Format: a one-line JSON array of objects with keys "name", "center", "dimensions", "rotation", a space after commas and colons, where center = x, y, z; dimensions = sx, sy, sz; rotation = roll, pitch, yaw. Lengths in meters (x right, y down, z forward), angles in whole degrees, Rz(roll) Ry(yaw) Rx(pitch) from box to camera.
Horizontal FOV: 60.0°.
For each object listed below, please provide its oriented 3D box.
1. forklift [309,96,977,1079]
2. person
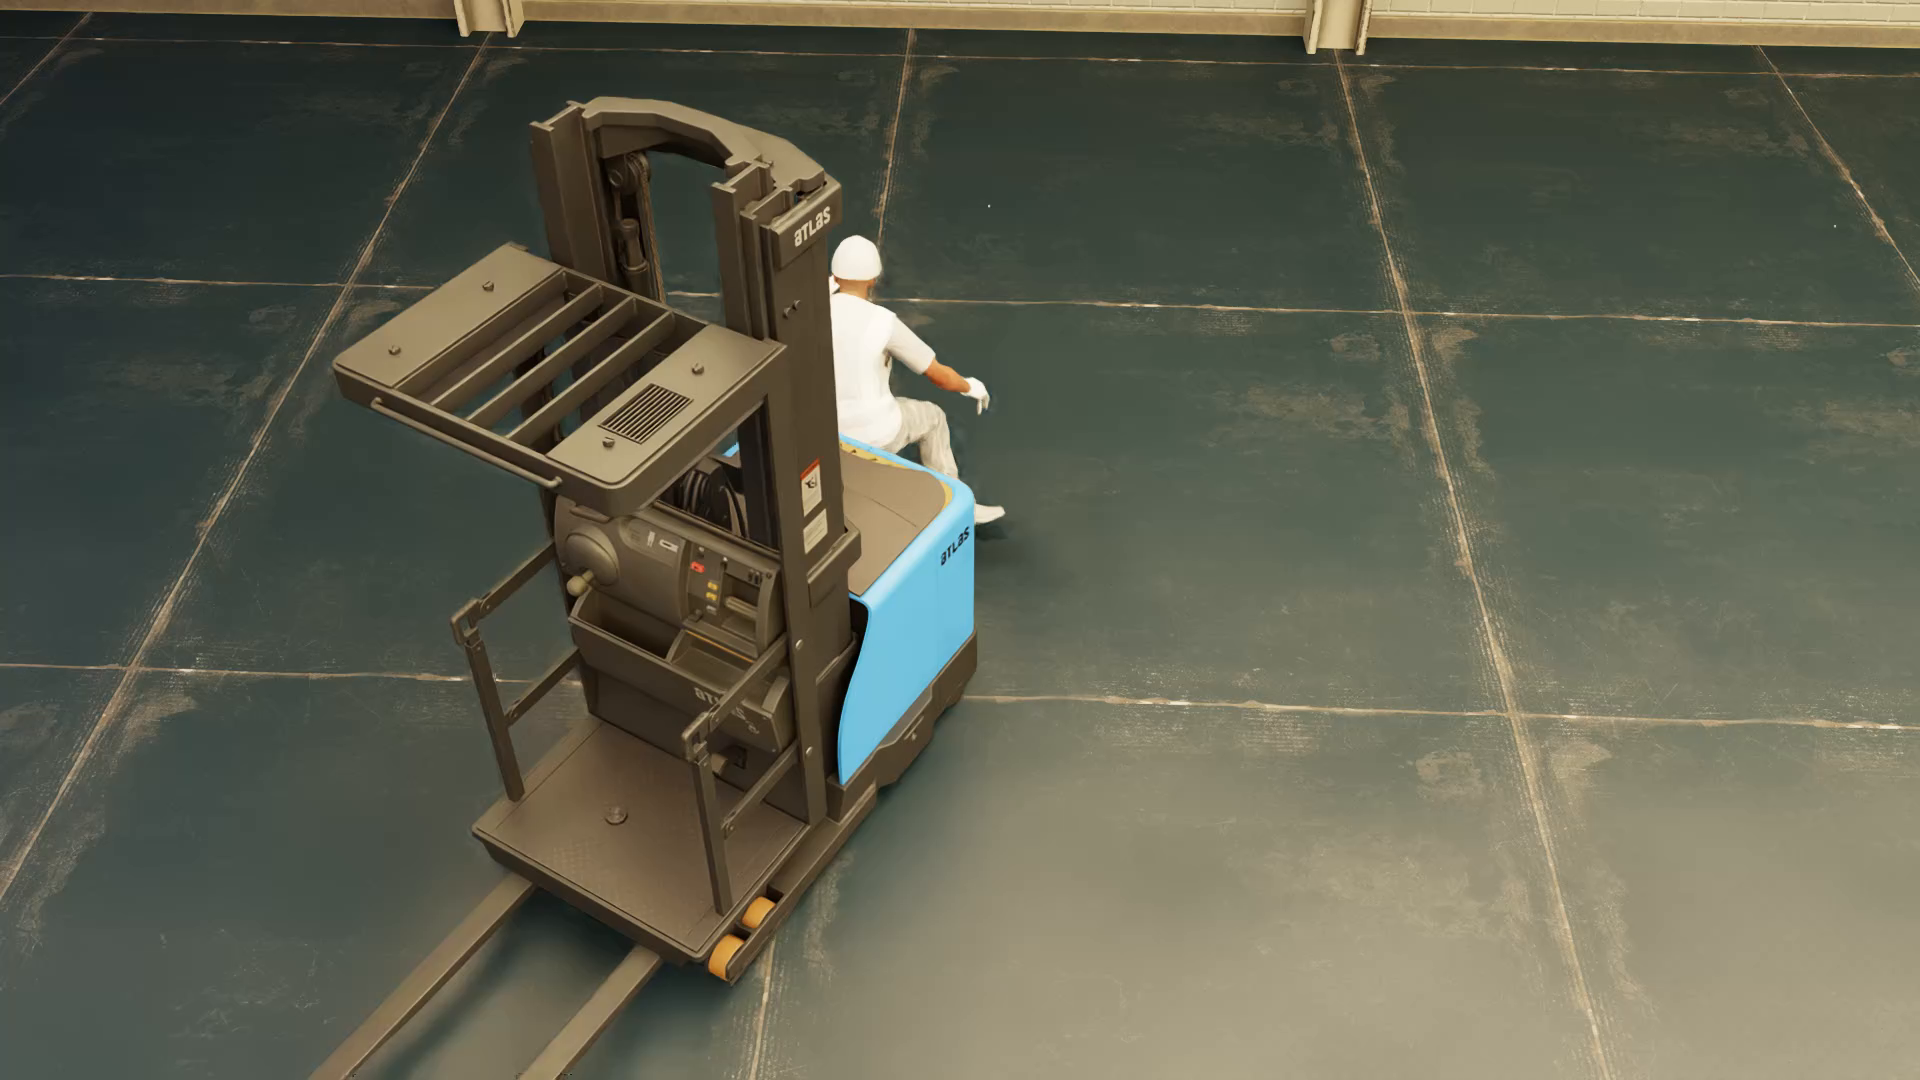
[{"name": "forklift", "center": [-13.539, -0.325, 6.099], "dimensions": [23.089, 2.935, 14.713], "rotation": [22, 47, 23]}, {"name": "person", "center": [-0.318, -0.689, 7.550], "dimensions": [1.085, 1.530, 0.913], "rotation": [4, 43, 4]}]
